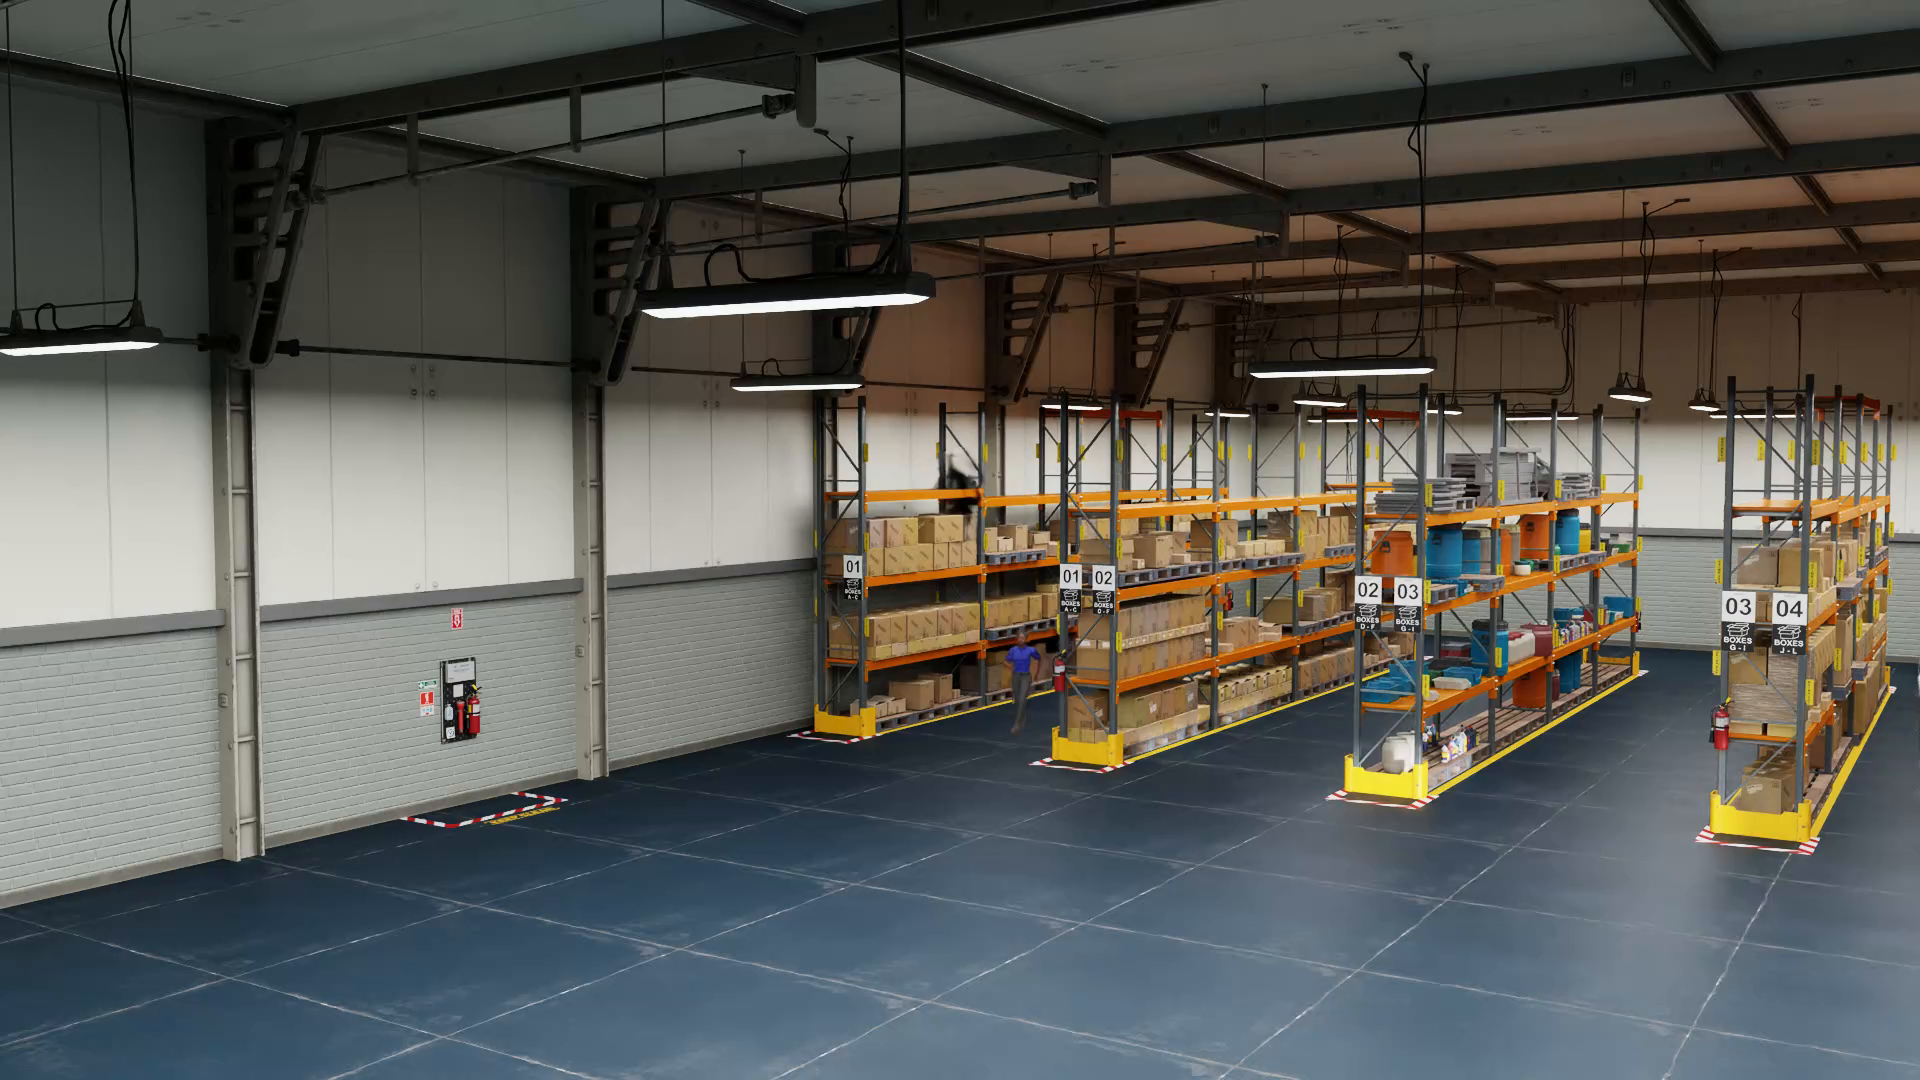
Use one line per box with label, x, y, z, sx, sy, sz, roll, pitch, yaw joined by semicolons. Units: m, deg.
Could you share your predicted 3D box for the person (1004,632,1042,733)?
person;1.056;2.417;28.263;0.626;1.700;0.792;1;3;19
